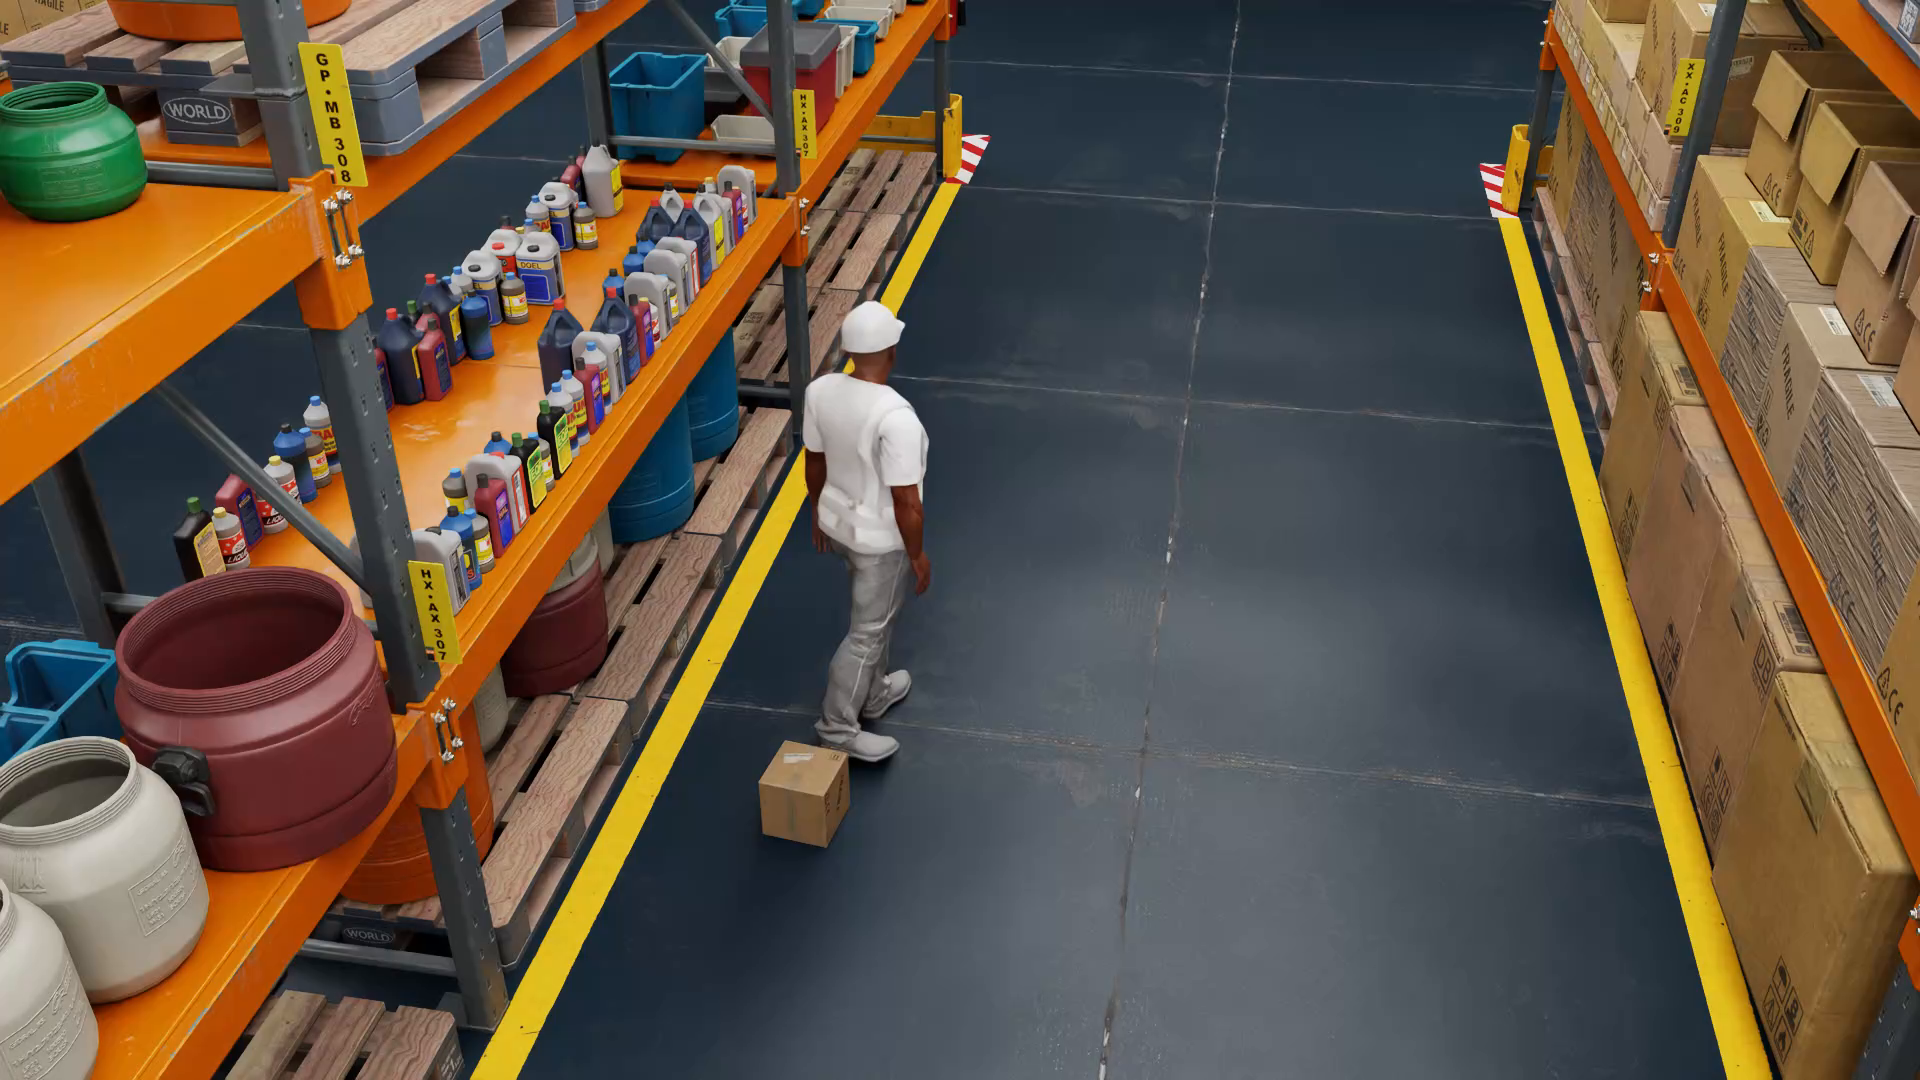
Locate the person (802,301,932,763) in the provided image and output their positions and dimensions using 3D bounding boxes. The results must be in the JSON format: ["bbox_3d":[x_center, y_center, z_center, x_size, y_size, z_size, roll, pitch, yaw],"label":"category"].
[{"bbox_3d":[-0.361,-0.021,6.152,0.567,1.756,0.597,-23,39,-32],"label":"person"}]
